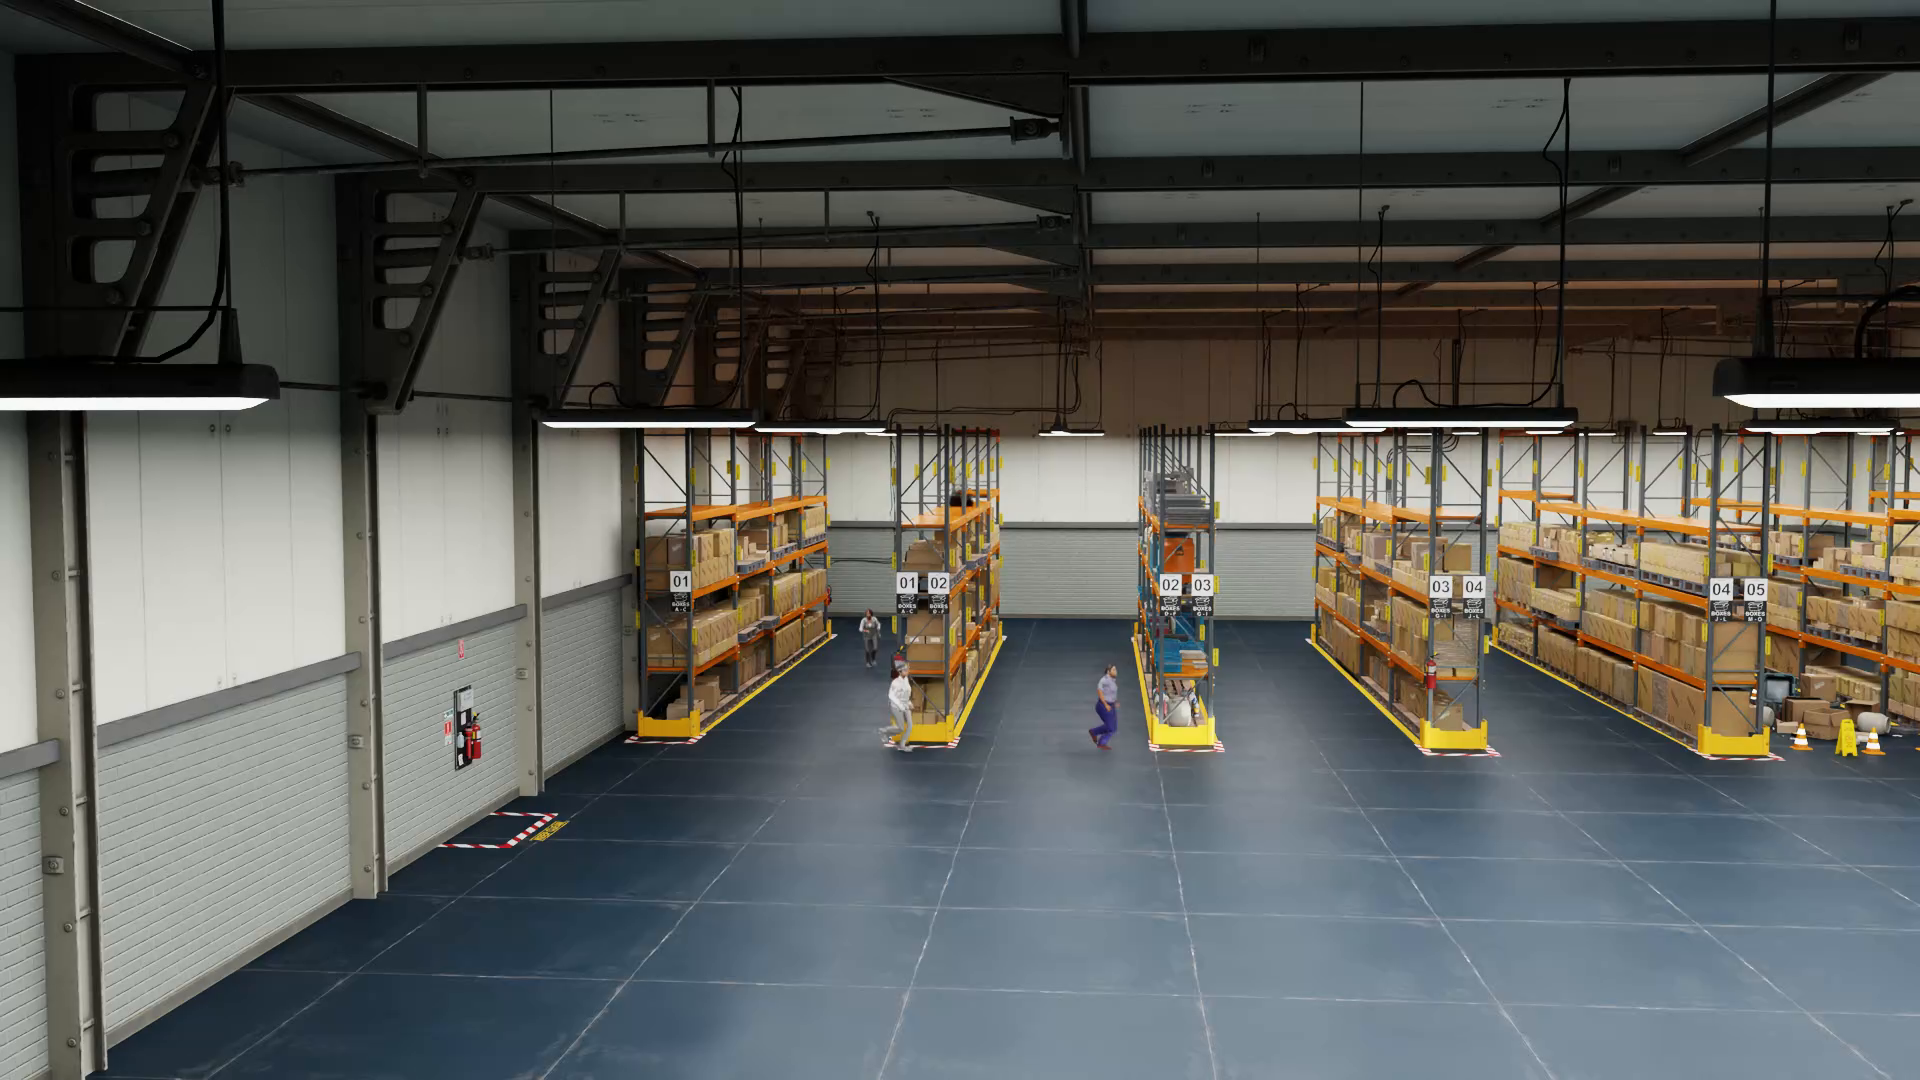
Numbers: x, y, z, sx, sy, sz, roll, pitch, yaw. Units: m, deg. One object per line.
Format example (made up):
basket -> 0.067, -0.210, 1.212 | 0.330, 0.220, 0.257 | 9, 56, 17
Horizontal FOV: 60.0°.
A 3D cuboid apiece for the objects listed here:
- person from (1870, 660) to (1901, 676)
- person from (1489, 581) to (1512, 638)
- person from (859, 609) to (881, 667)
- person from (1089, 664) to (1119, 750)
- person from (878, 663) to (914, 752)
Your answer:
person -> 21.935, 2.448, 39.377 | 0.546, 1.633, 0.997 | -1, 4, -12
person -> 15.512, 1.935, 47.677 | 0.969, 1.719, 0.659 | -2, 4, -31
person -> -2.236, 2.498, 41.397 | 0.543, 1.395, 0.838 | 0, 3, -5
person -> 2.649, 3.081, 30.659 | 0.543, 1.581, 0.604 | 2, 4, 29
person -> -1.149, 3.052, 30.486 | 0.675, 1.645, 0.603 | 2, 4, 32
